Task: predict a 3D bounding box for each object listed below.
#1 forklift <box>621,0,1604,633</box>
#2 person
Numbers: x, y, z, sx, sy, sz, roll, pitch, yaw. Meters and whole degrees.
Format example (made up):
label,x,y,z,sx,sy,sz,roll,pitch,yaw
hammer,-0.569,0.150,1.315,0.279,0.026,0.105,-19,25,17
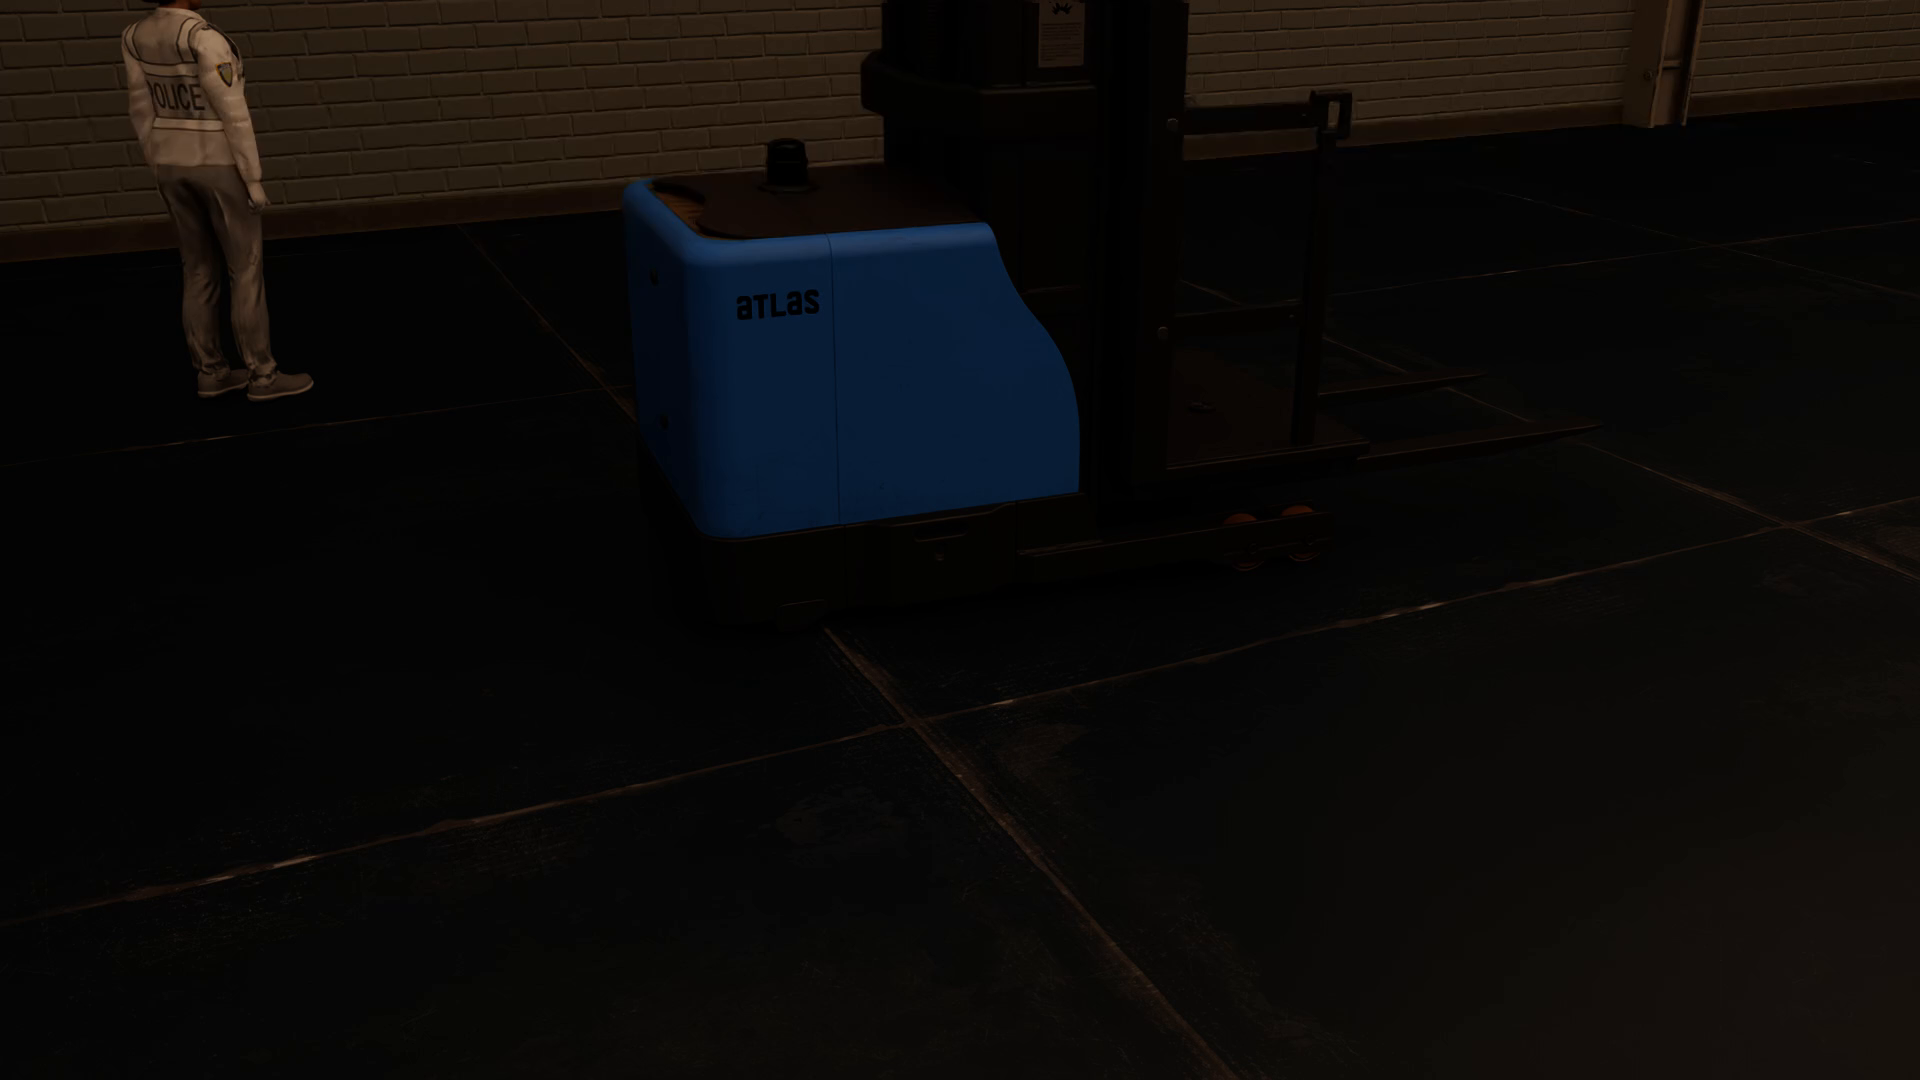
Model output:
label,x,y,z,sx,sy,sz,roll,pitch,yaw
forklift,0.574,-1.443,4.760,3.031,2.935,1.130,-8,24,-19
person,-2.782,-1.351,6.163,0.472,1.691,0.332,7,24,17
